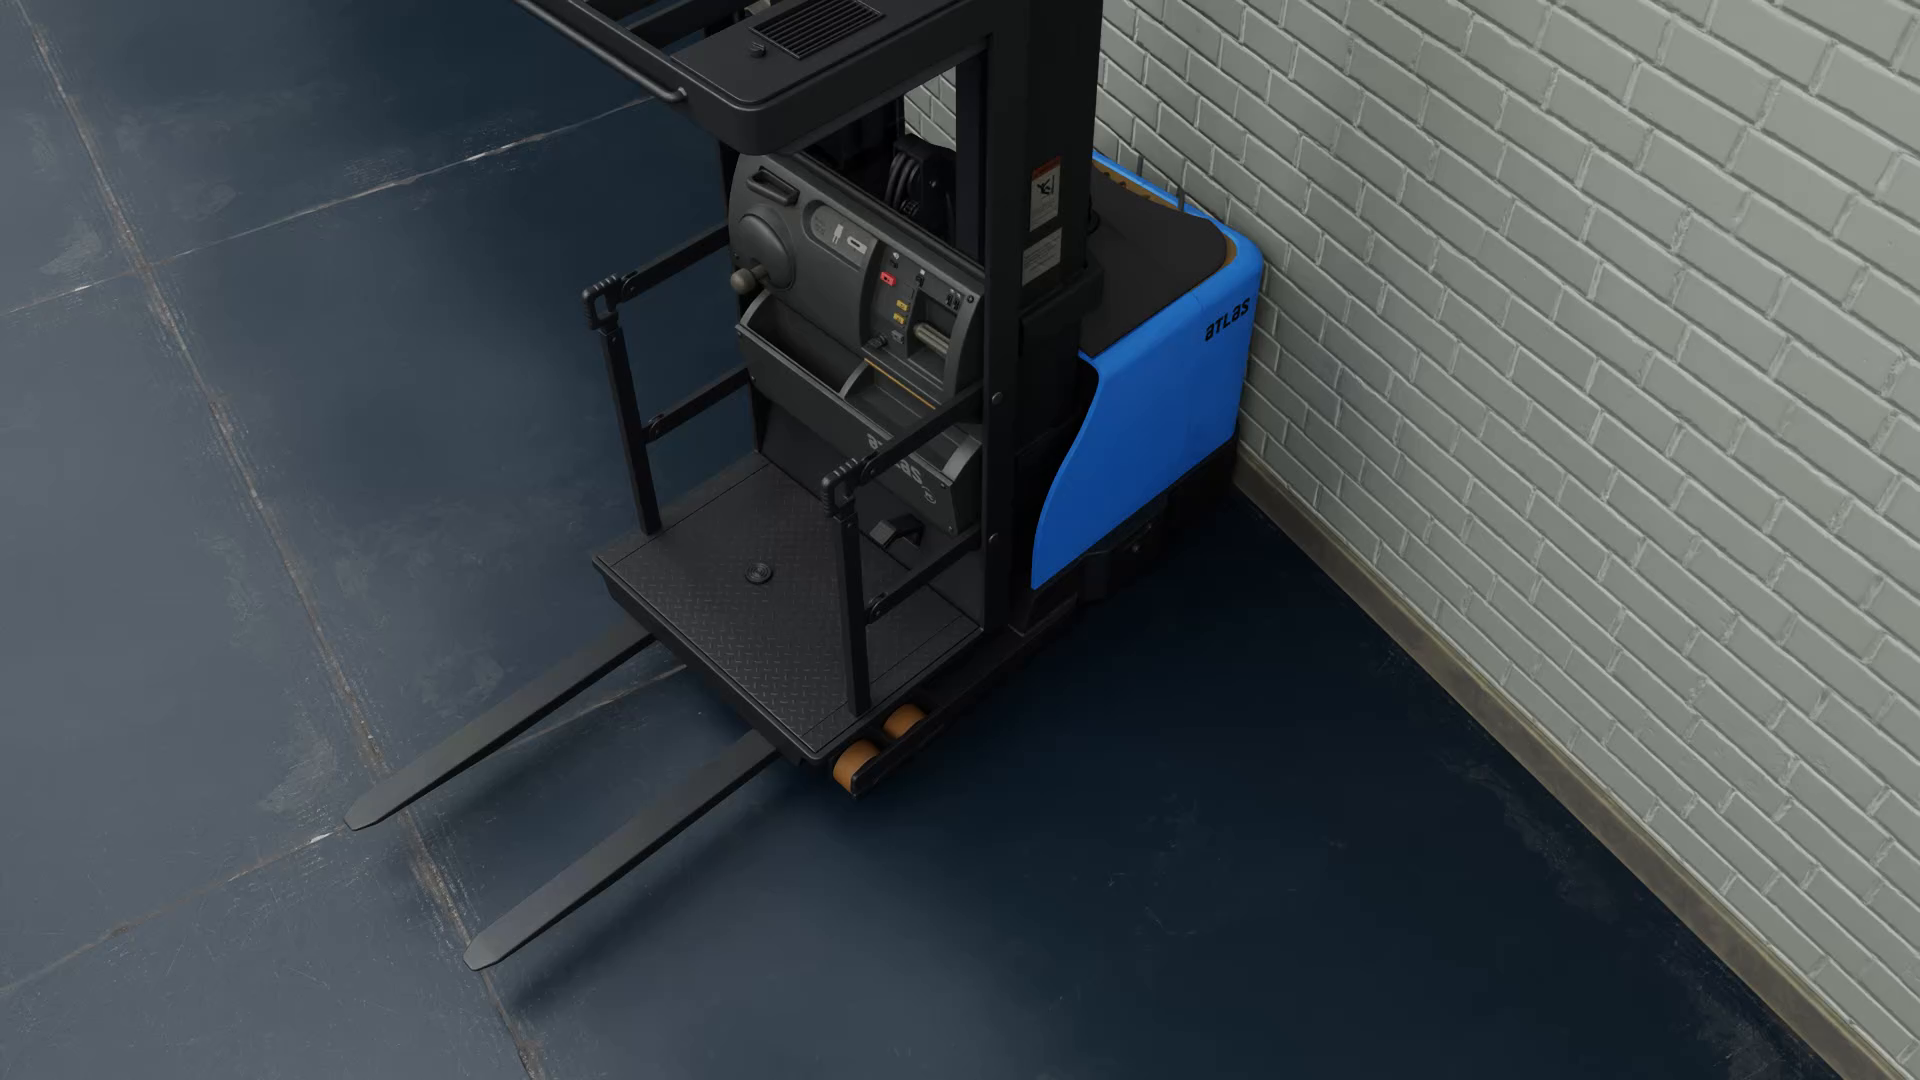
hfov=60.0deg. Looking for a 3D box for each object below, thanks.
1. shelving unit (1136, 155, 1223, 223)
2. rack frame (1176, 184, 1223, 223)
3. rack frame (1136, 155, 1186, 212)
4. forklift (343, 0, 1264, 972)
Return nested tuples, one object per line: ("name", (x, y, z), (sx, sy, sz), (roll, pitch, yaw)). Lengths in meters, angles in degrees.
("shelving unit", (0.703, -0.771, 5.719), (0.189, 1.200, 0.258), (-23, 50, -23))
("rack frame", (0.780, -0.804, 5.755), (0.006, 1.200, 0.240), (-23, 50, -23))
("rack frame", (0.625, -0.737, 5.684), (0.006, 1.200, 0.240), (-23, 50, -23))
("forklift", (-0.449, -0.646, 4.363), (3.031, 2.935, 1.130), (-36, 58, -28))
